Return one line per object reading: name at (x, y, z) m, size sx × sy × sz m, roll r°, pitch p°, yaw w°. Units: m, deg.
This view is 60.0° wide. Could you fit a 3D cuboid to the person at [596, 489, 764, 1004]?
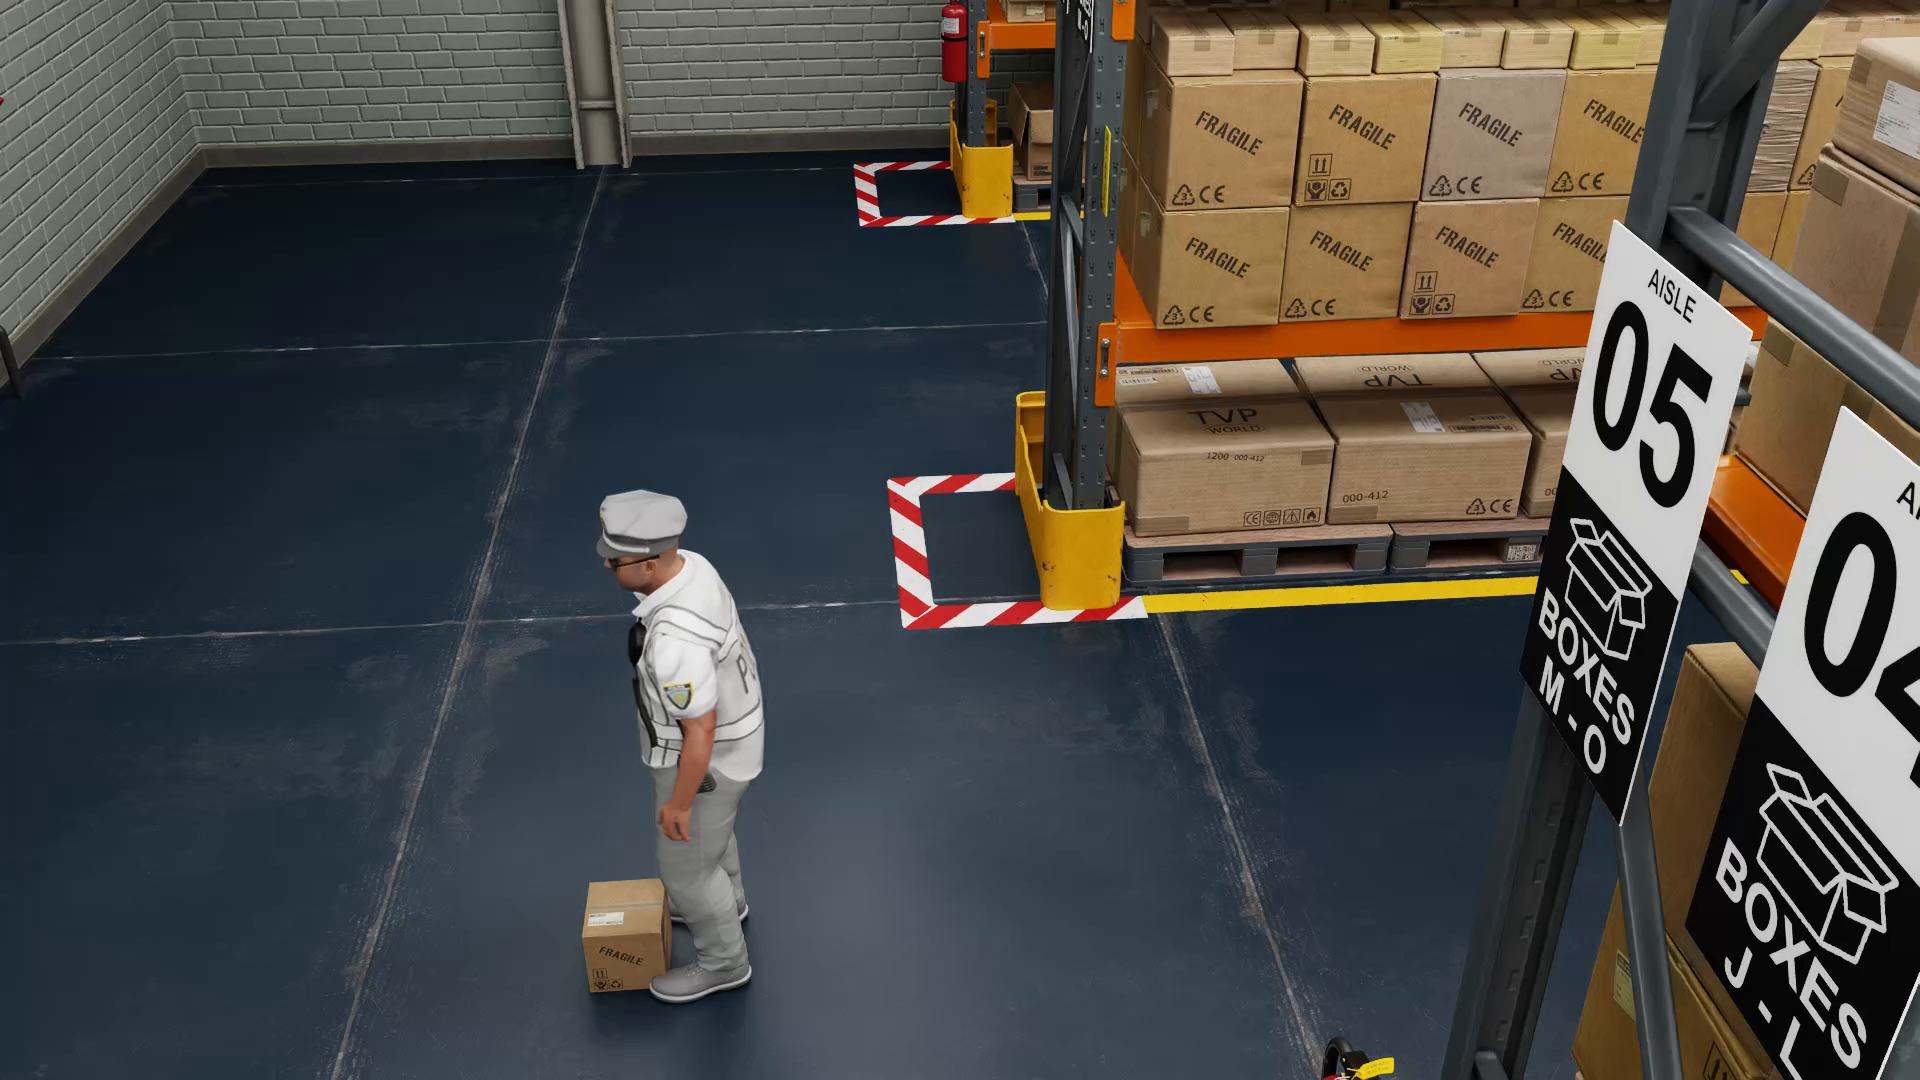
person at (-0.809, 0.631, 5.068) m, size 0.428 × 1.751 × 0.605 m, roll -4°, pitch 31°, yaw -7°
